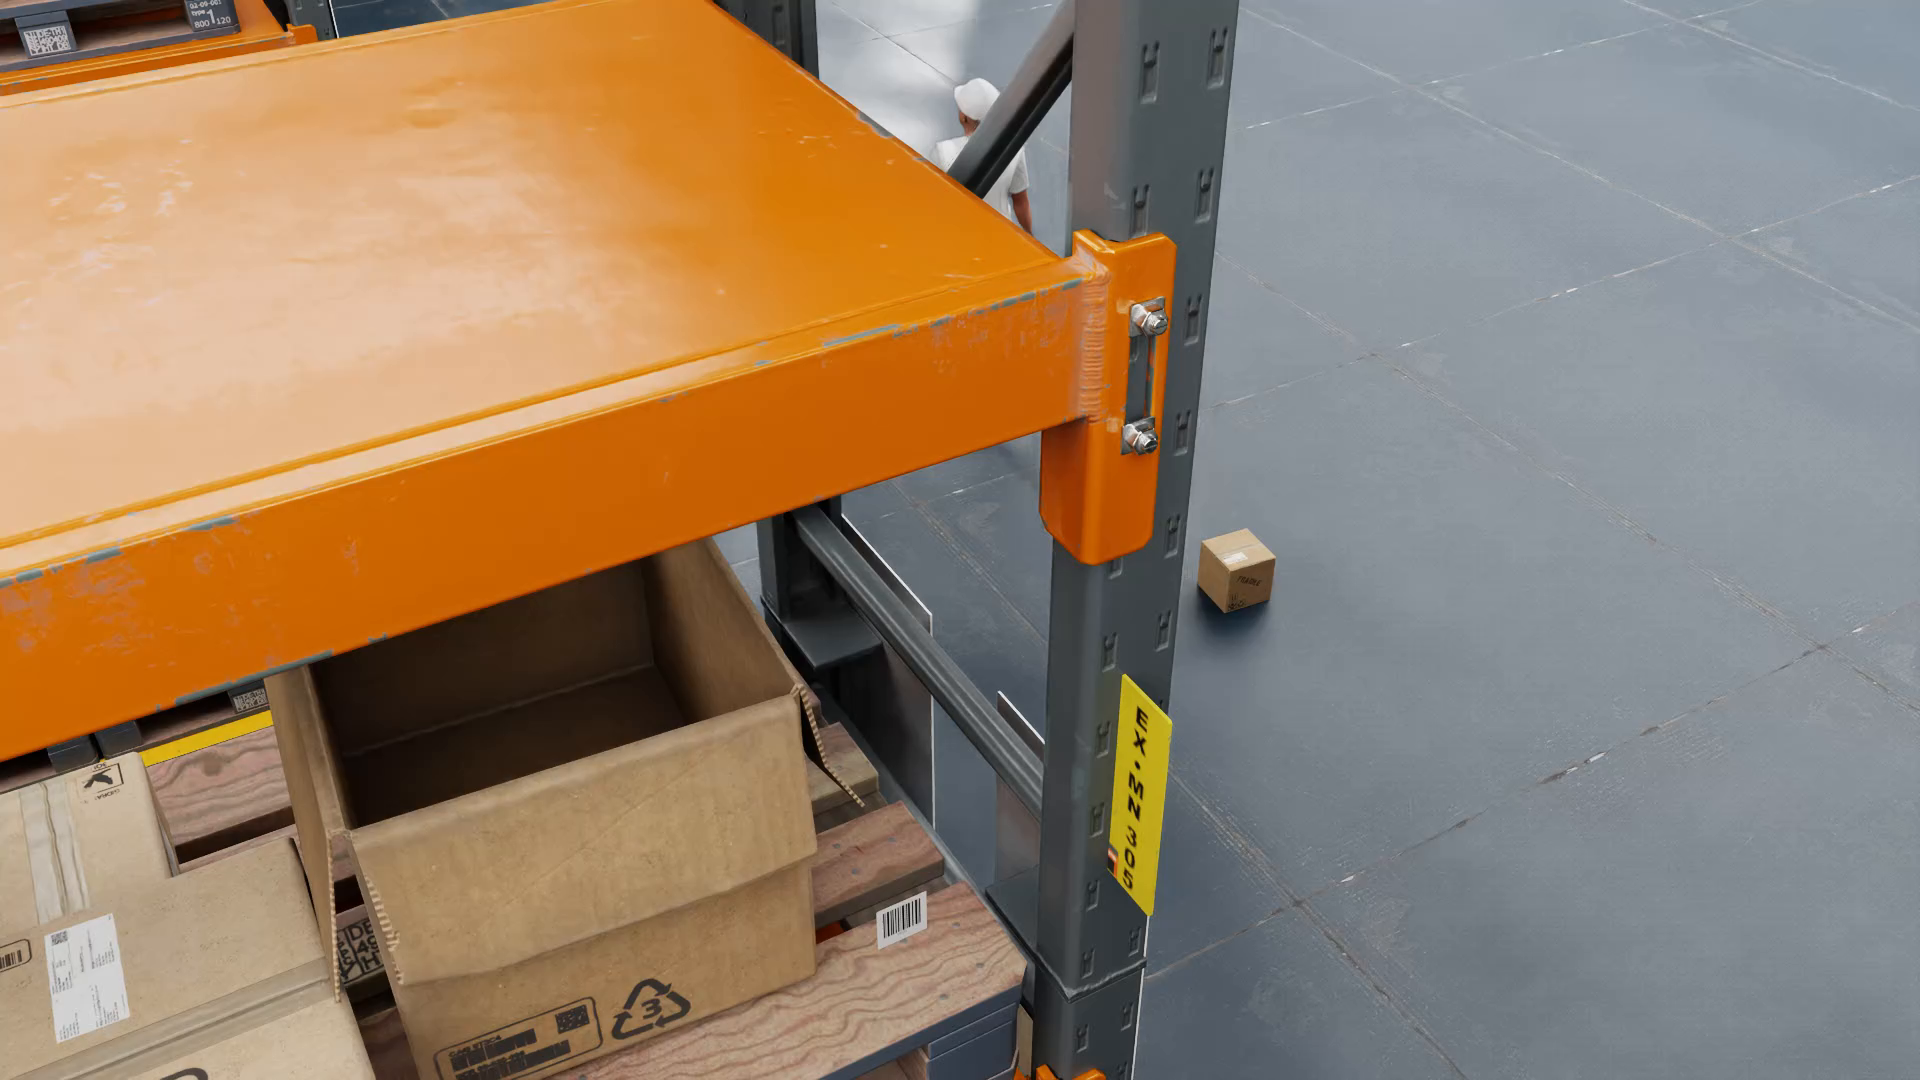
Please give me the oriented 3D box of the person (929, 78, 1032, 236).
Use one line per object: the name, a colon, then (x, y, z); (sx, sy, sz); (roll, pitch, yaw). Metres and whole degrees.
person: (0.031, -1.626, 8.830); (0.607, 1.740, 1.052); (-14, 39, -19)
